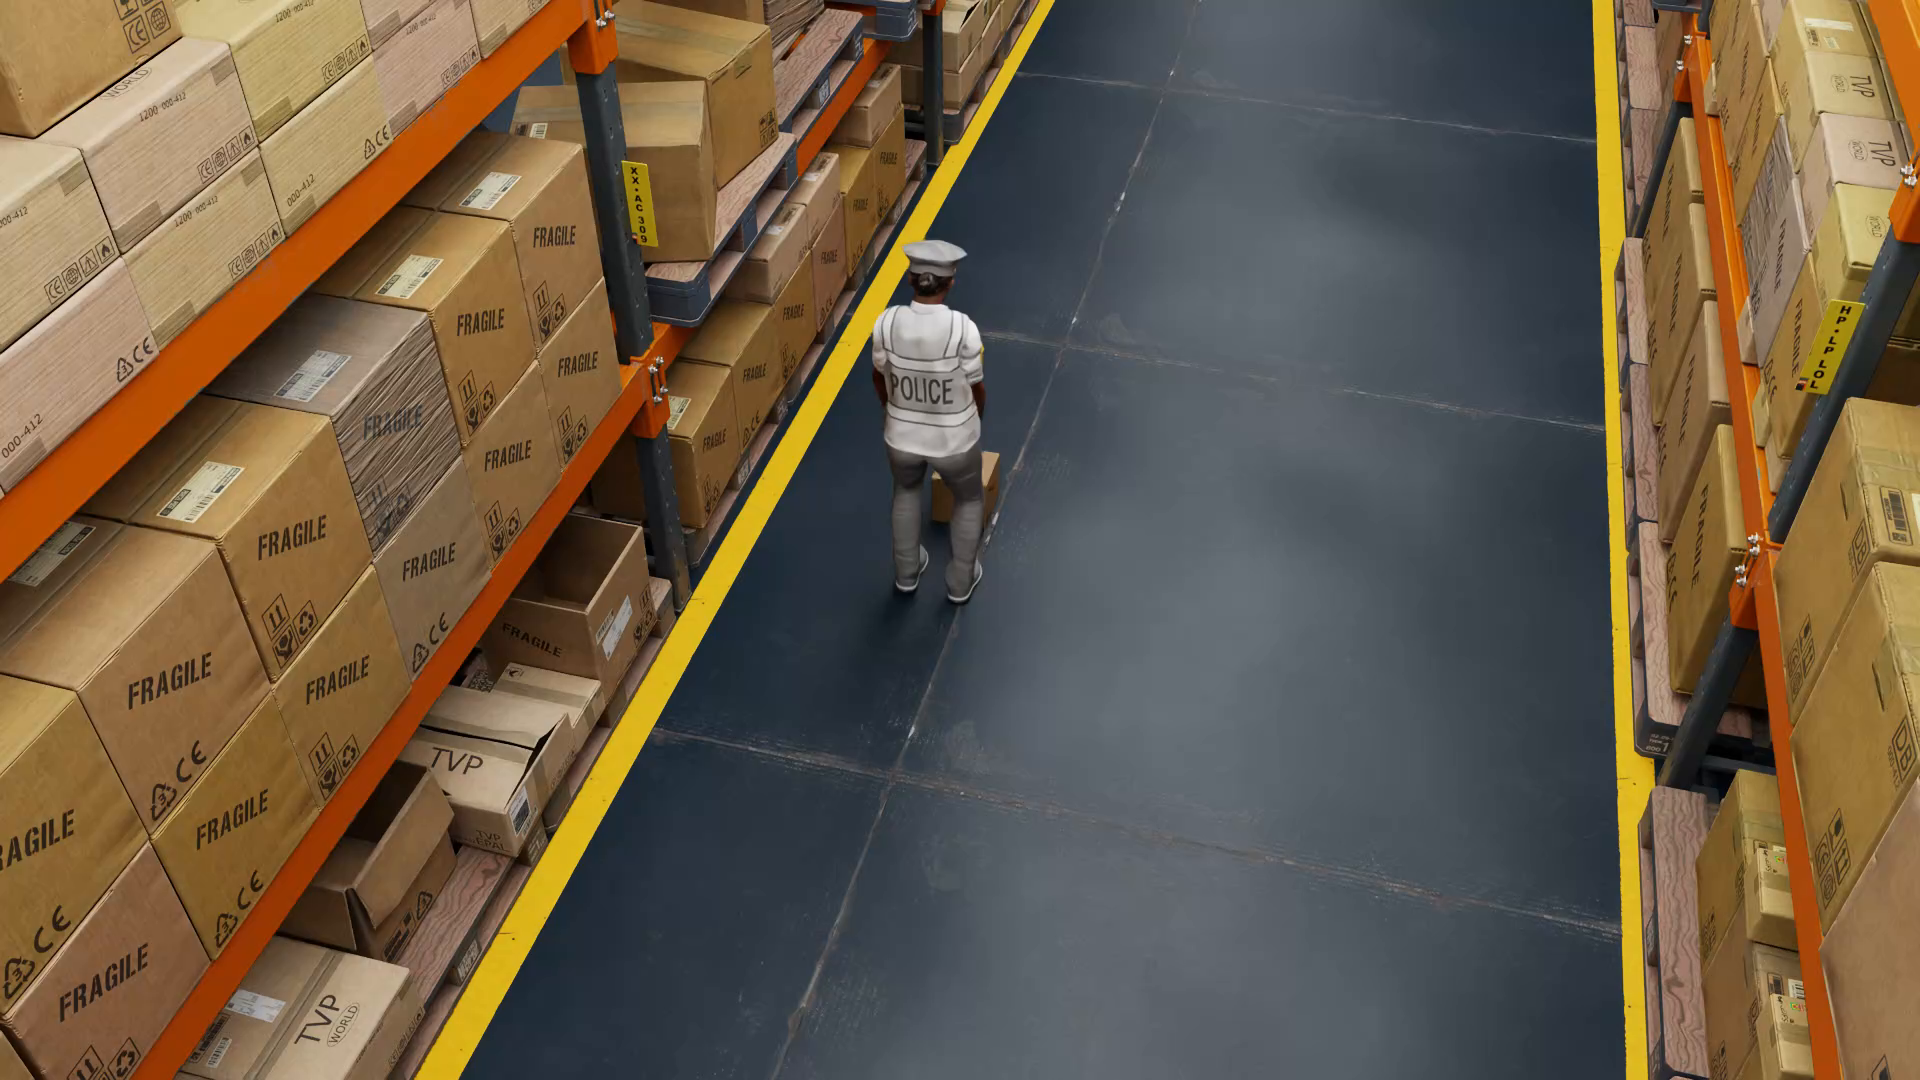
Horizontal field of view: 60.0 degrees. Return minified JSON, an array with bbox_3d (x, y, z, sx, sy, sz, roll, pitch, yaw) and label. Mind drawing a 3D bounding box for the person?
[{"bbox_3d":[-0.124,-0.445,6.713,0.461,1.615,0.460,10,42,11],"label":"person"}]
